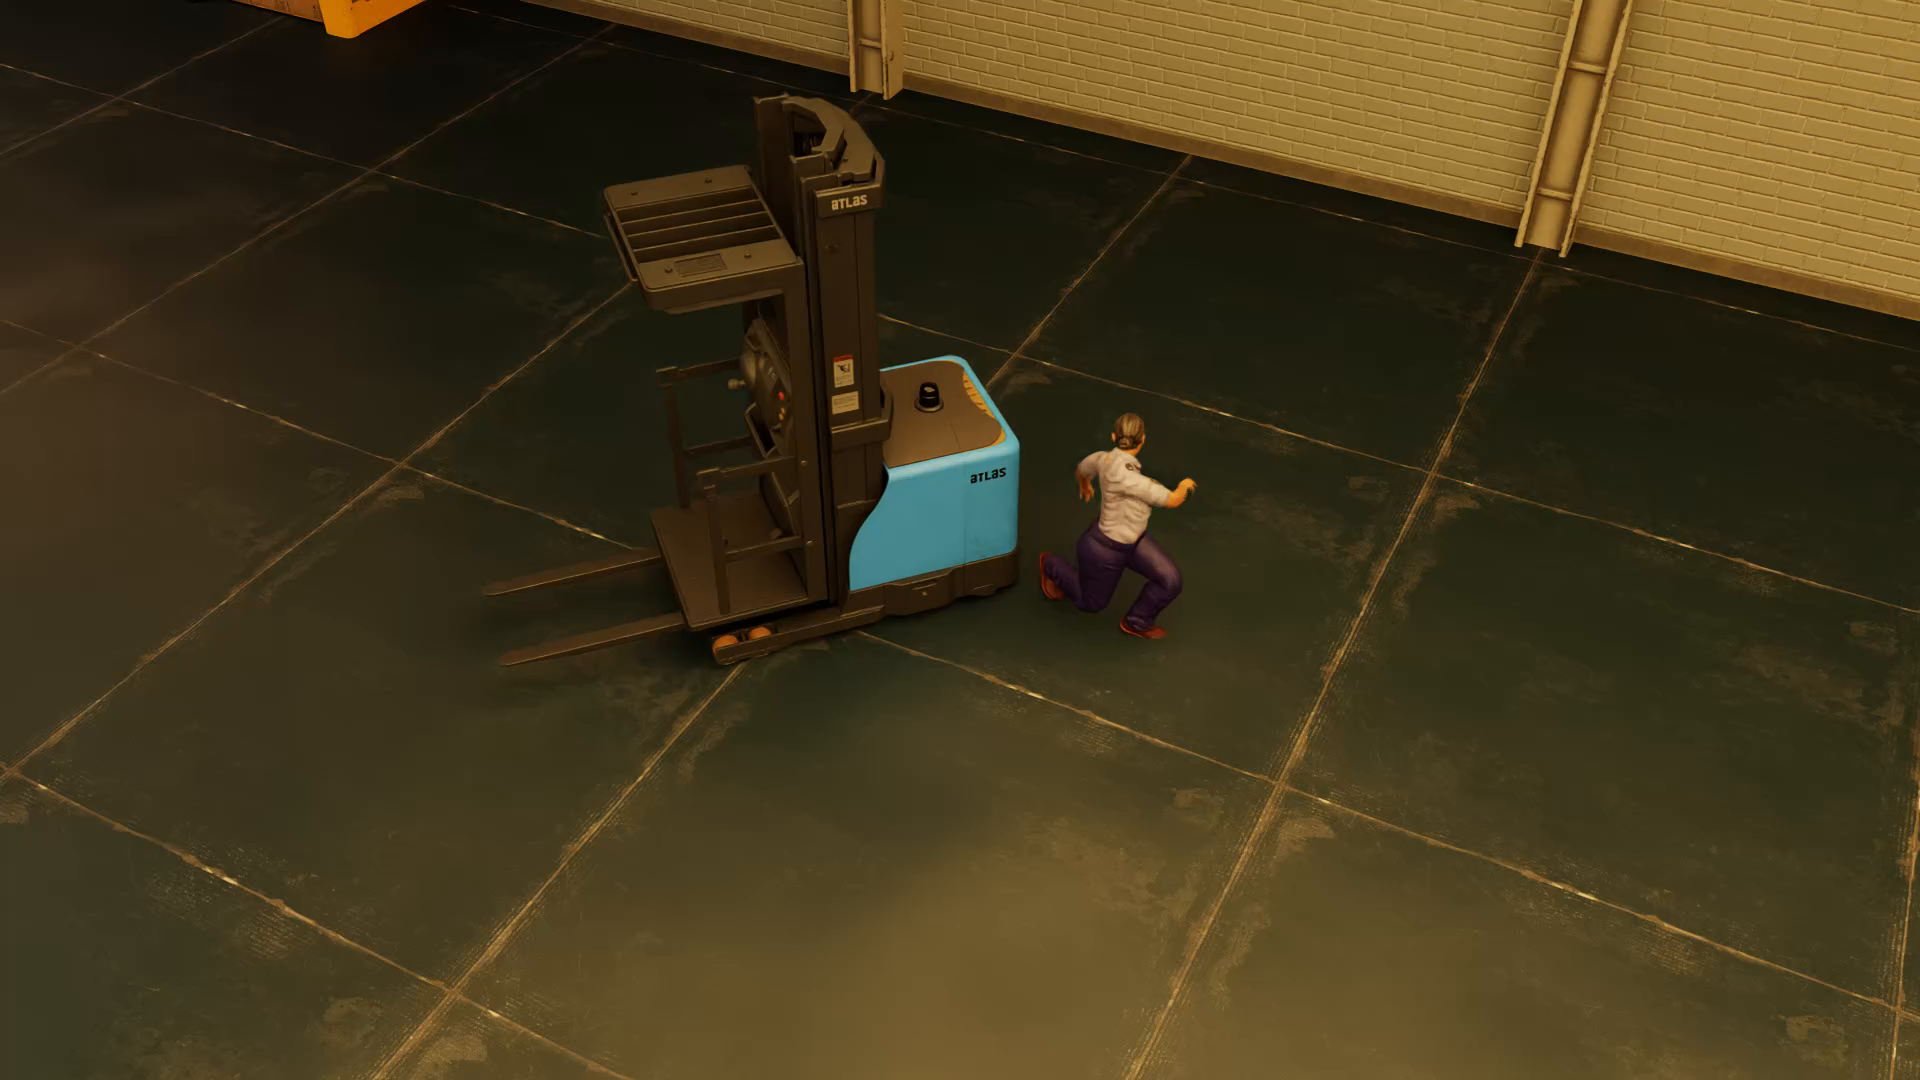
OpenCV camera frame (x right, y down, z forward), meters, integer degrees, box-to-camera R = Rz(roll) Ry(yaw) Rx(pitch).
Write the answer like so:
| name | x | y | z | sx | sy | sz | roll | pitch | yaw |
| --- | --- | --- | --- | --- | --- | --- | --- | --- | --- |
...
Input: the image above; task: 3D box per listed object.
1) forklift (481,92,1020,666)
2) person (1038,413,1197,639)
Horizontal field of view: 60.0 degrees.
| name | x | y | z | sx | sy | sz | roll | pitch | yaw |
| --- | --- | --- | --- | --- | --- | --- | --- | --- | --- |
| forklift | -1.223 | -0.801 | 8.938 | 3.031 | 2.935 | 1.130 | -13 | 42 | -15 |
| person | 0.866 | -0.094 | 9.339 | 0.906 | 1.426 | 0.631 | 17 | 43 | 19 |
